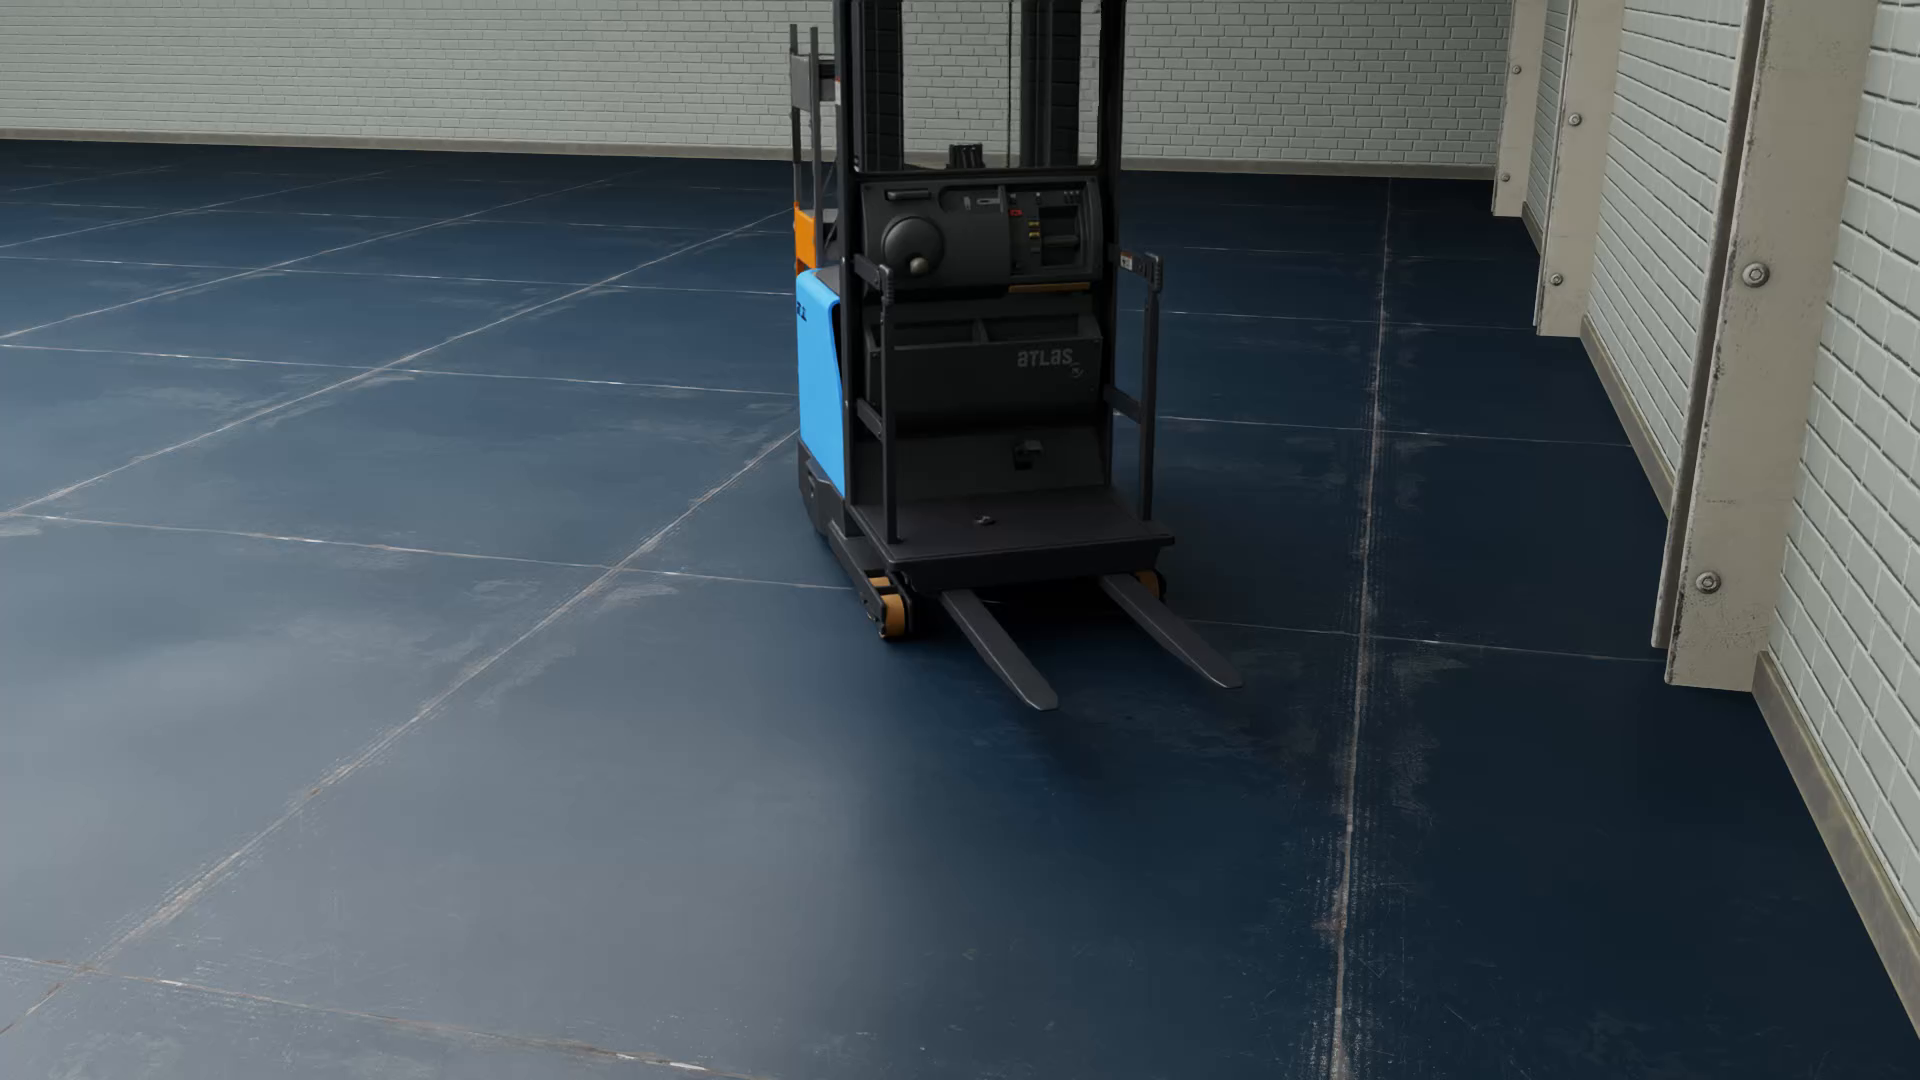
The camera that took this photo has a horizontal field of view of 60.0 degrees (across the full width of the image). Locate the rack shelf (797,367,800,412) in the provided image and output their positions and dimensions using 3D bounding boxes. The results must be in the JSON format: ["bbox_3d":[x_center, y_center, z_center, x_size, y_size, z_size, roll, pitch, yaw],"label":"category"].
[{"bbox_3d":[-0.521,-0.632,7.998,0.431,0.518,0.480,-5,20,-15],"label":"rack shelf"}]

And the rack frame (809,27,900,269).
[{"bbox_3d":[-0.454,-1.232,7.545,0.400,2.100,0.015,-5,20,-15],"label":"rack frame"}]

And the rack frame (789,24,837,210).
[{"bbox_3d":[-0.587,-1.383,7.989,0.400,2.100,0.015,-5,20,-15],"label":"rack frame"}]

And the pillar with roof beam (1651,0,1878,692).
[{"bbox_3d":[-1.540,-4.152,5.421,9.100,9.000,0.400,5,19,13],"label":"pillar with roof beam"}]

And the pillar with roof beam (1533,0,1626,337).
[{"bbox_3d":[-0.074,-6.033,10.927,9.100,9.000,0.400,5,19,13],"label":"pillar with roof beam"}]

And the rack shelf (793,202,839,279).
[{"bbox_3d":[-0.521,-1.295,7.771,0.431,0.518,0.480,-5,20,-15],"label":"rack shelf"}]

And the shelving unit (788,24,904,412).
[{"bbox_3d":[-0.521,-1.307,7.767,0.431,2.100,0.503,-5,20,-15],"label":"shelving unit"}]

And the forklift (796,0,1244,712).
[{"bbox_3d":[0.149,-1.164,6.062,1.130,2.935,3.031,-5,20,-15],"label":"forklift"}]

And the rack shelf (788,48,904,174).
[{"bbox_3d":[-0.521,-1.957,7.545,0.431,0.518,0.480,-5,20,-15],"label":"rack shelf"}]

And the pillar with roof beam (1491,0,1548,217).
[{"bbox_3d":[1.392,-7.913,16.433,9.100,9.000,0.400,5,19,13],"label":"pillar with roof beam"}]
